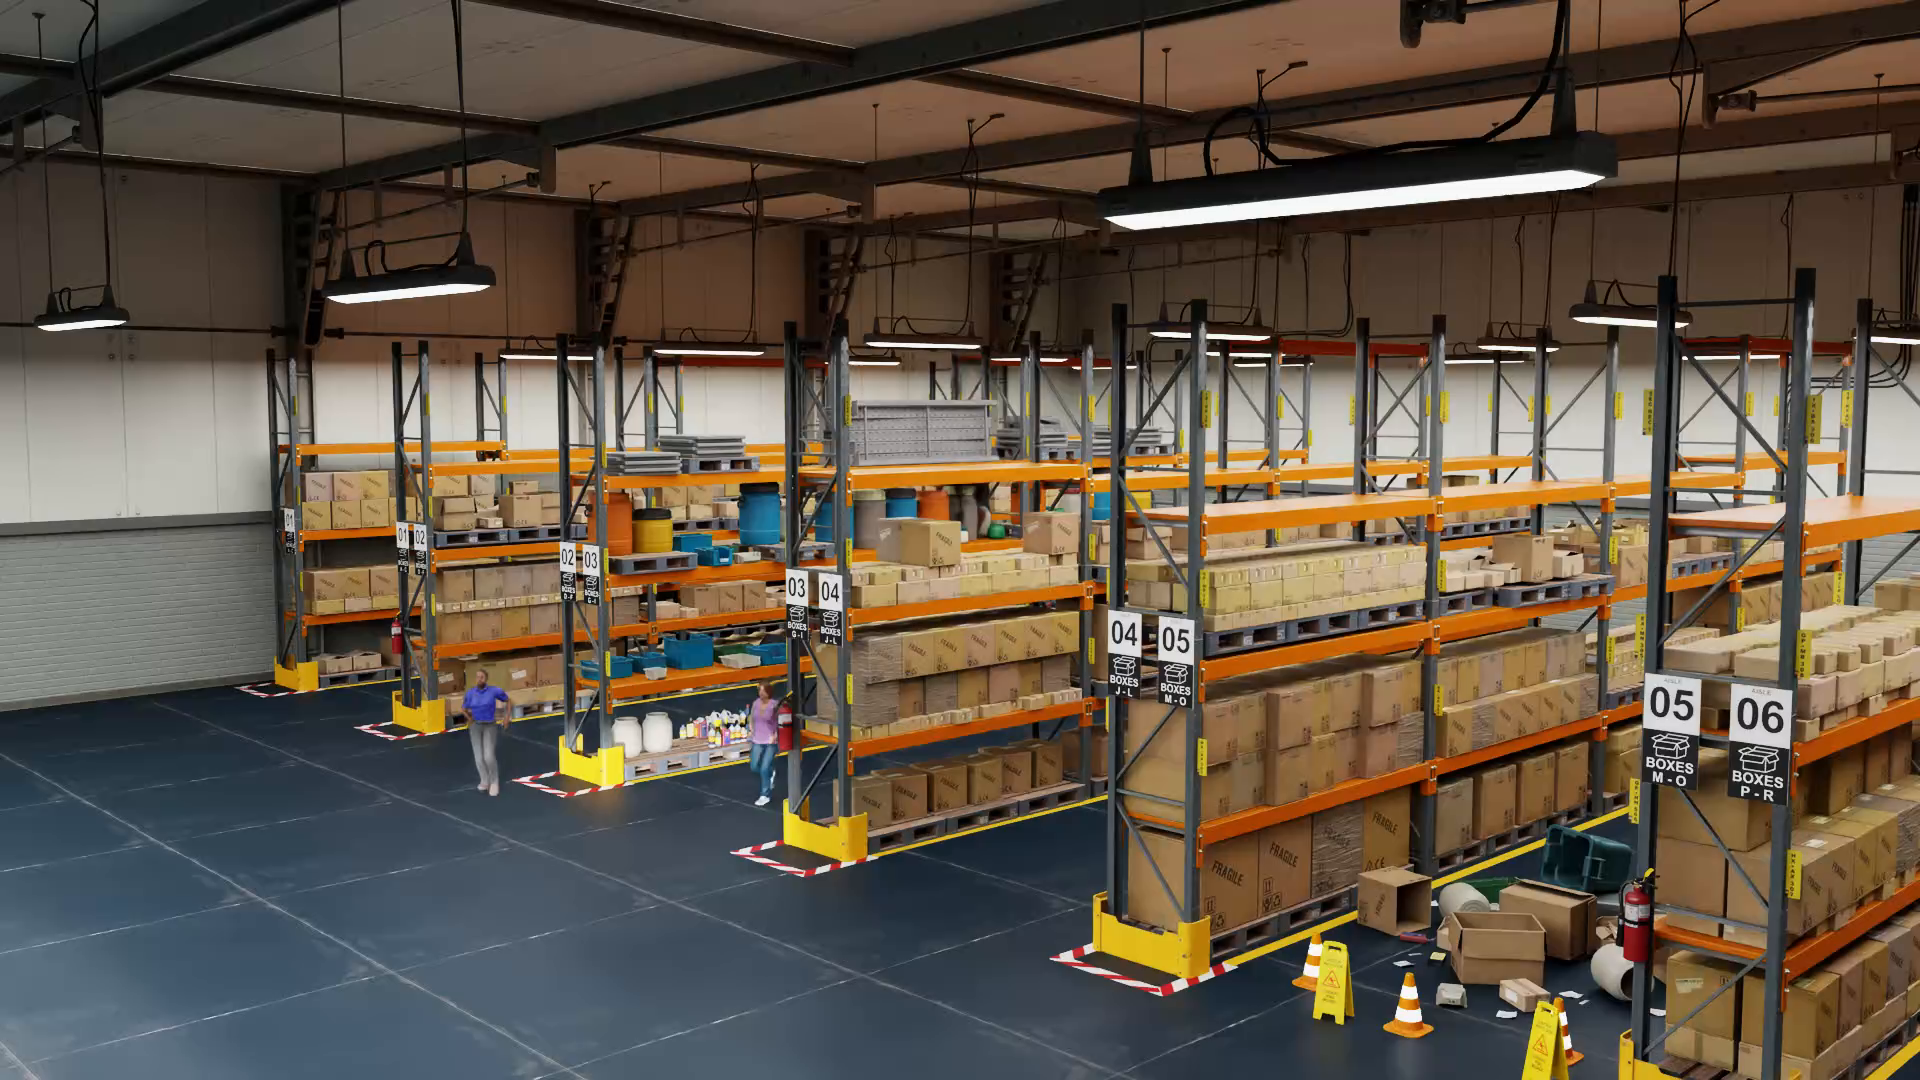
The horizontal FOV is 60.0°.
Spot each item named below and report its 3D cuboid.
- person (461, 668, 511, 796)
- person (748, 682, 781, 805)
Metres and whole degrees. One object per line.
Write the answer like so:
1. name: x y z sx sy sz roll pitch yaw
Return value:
1. person: -6.147 2.504 21.533 0.603 1.674 0.688 0 5 -3
2. person: -2.446 2.564 21.115 0.534 1.553 0.557 2 5 19
